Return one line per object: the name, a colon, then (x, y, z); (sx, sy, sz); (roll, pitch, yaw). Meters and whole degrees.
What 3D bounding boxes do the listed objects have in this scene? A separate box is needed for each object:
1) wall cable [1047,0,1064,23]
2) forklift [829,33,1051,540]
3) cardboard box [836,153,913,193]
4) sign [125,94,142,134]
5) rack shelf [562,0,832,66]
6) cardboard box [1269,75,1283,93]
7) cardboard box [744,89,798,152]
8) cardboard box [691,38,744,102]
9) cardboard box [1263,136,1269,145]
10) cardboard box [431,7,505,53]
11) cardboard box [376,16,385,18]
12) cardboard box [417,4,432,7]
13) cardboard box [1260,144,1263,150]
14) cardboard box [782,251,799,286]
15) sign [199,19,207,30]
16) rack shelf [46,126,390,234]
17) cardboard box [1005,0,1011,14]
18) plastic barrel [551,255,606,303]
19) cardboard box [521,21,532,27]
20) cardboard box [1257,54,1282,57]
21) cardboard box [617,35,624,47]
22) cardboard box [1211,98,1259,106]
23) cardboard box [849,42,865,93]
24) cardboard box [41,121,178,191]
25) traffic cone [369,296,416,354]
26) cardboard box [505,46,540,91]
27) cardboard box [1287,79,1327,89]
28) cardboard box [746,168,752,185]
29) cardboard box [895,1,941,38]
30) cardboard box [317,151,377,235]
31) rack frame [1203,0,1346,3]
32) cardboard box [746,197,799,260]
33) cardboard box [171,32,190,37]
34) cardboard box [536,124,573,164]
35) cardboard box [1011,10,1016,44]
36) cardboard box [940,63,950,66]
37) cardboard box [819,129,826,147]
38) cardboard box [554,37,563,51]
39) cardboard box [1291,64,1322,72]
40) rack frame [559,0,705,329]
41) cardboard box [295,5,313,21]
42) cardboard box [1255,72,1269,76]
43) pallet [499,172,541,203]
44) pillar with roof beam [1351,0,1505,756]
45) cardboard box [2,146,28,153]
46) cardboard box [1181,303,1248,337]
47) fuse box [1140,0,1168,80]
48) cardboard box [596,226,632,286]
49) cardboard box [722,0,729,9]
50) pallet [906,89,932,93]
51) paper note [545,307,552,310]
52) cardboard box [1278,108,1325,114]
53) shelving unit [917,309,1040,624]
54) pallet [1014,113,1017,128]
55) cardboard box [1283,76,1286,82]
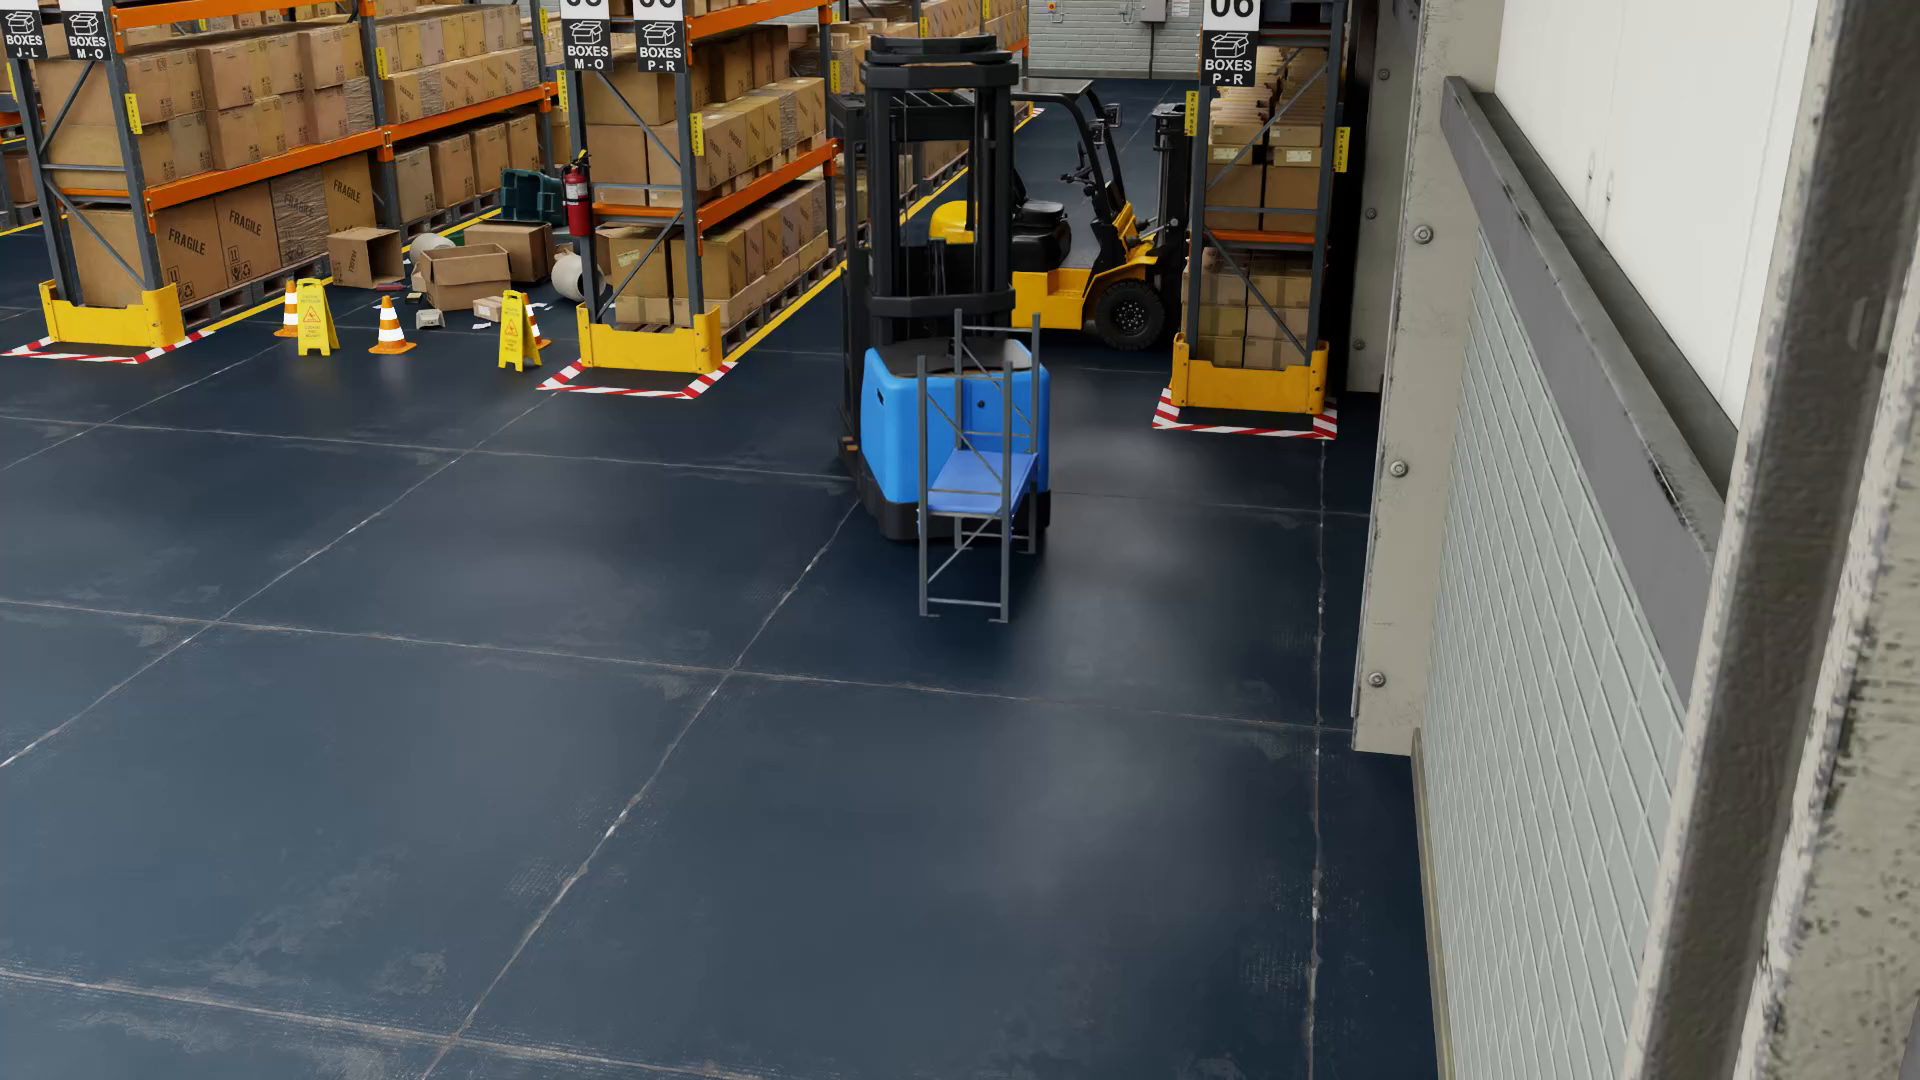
wall cable: (1.781, -11.243, 32.854); (0.585, 1.953, 0.123); (4, 22, 11)
forklift: (-0.249, -1.877, 11.090); (1.130, 2.935, 3.031); (-5, 22, -11)
cardboard box: (-1.104, -4.538, 20.561); (0.950, 0.372, 0.625); (3, 22, 7)
sign: (-6.936, -3.576, 13.954); (0.100, 0.325, 0.005); (4, 22, 11)
rack shelf: (-2.203, -4.631, 14.786); (1.077, 0.370, 4.000); (4, 22, 11)
cardboard box: (3.053, -4.598, 16.754); (0.380, 0.149, 0.250); (4, 22, 11)
cardboard box: (-1.842, -3.929, 15.562); (0.500, 0.500, 0.500); (5, 22, 12)
cardboard box: (-2.369, -4.245, 15.007); (0.700, 0.500, 0.500); (4, 22, 11)
cardboard box: (2.311, -3.088, 13.872); (0.500, 0.500, 0.500); (4, 22, 10)
cardboard box: (-6.049, -6.270, 20.434); (0.700, 0.500, 0.500); (4, 22, 10)
cardboard box: (-9.512, -8.207, 26.518); (0.500, 0.250, 0.500); (4, 22, 10)
cardboard box: (-9.510, -9.172, 28.915); (0.500, 0.250, 0.500); (4, 22, 10)
cardboard box: (2.242, -3.236, 13.372); (0.380, 0.149, 0.250); (4, 22, 11)
cardboard box: (-1.860, -2.607, 15.929); (0.500, 0.250, 0.500); (5, 22, 12)
sign: (-10.147, -6.986, 22.240); (0.100, 0.325, 0.005); (4, 22, 11)
rack shelf: (-7.070, -3.580, 16.191); (1.077, 0.370, 4.000); (4, 22, 11)
cardboard box: (0.501, -8.452, 25.851); (0.500, 0.500, 0.500); (4, 22, 11)
plastic barrel: (-3.672, -2.518, 16.039); (0.421, 0.421, 0.512); (-16, 27, -35)
cardboard box: (-6.037, -6.962, 22.603); (0.380, 0.149, 0.250); (5, 22, 13)
cardboard box: (3.406, -5.354, 18.630); (0.380, 0.149, 0.250); (5, 22, 12)
cardboard box: (-5.073, -7.211, 24.018); (0.380, 0.149, 0.250); (3, 22, 8)
cardboard box: (2.278, -3.572, 13.807); (0.380, 0.149, 0.250); (5, 22, 12)
cardboard box: (-1.317, -5.017, 17.701); (0.500, 0.500, 0.500); (5, 22, 11)
cardboard box: (-7.447, -3.391, 14.558); (0.875, 0.550, 0.550); (4, 22, 11)
traffic cone: (-4.943, -1.881, 14.405); (0.336, 0.463, 0.334); (4, 22, 11)
cardboard box: (-5.675, -5.969, 21.027); (0.500, 0.500, 0.500); (4, 22, 11)
cardboard box: (3.163, -4.087, 15.086); (0.380, 0.149, 0.250); (4, 22, 10)
cardboard box: (-2.052, -3.205, 14.632); (0.380, 0.149, 0.250); (5, 22, 12)
cardboard box: (-0.547, -6.622, 21.308); (0.500, 0.500, 0.500); (5, 22, 11)
cardboard box: (-6.859, -3.630, 17.633); (0.875, 0.875, 0.875); (5, 22, 12)
rack frame: (2.248, -5.248, 11.339); (1.000, 3.000, 0.127); (4, 22, 11)
cardboard box: (-1.858, -2.963, 15.809); (0.500, 0.500, 0.500); (6, 23, 14)
cardboard box: (-10.823, -6.769, 23.012); (0.500, 0.500, 0.500); (5, 23, 13)
cardboard box: (-5.452, -5.383, 22.488); (0.500, 0.500, 0.500); (4, 22, 9)
cardboard box: (0.601, -8.172, 26.496); (0.500, 0.500, 0.500); (5, 22, 12)
cardboard box: (-0.433, -6.239, 22.030); (0.500, 0.250, 0.500); (5, 23, 13)
cardboard box: (-1.563, -4.048, 16.725); (0.380, 0.149, 0.250); (4, 22, 10)
cardboard box: (-5.497, -6.585, 22.066); (0.380, 0.149, 0.250); (6, 23, 13)
cardboard box: (3.703, -4.942, 17.606); (0.380, 0.149, 0.250); (5, 22, 11)
rack frame: (-2.612, -2.842, 13.395); (1.000, 3.000, 0.127); (4, 22, 11)
cardboard box: (-10.138, -8.014, 24.759); (0.797, 0.503, 0.637); (5, 22, 12)
cardboard box: (2.709, -4.319, 15.663); (0.380, 0.149, 0.250); (5, 22, 12)
pallet: (-6.080, -4.532, 21.324); (1.003, 0.211, 1.213); (4, 22, 11)
pillar with roof beam: (-2.166, -3.568, 7.167); (9.100, 9.000, 0.400); (4, 22, 11)
cardboard box: (-11.235, -4.501, 20.271); (0.700, 0.500, 0.500); (4, 22, 11)
cardboard box: (2.042, -1.818, 13.302); (0.500, 0.250, 0.500); (4, 22, 10)
fuse box: (3.808, -9.947, 32.760); (0.539, 1.711, 0.414); (4, 22, 11)
cardboard box: (-3.346, -2.859, 16.779); (0.500, 0.500, 0.500); (-16, 27, -35)
cardboard box: (-2.146, -4.503, 13.841); (0.380, 0.149, 0.250); (4, 22, 11)
pallet: (-1.020, -5.410, 20.029); (1.213, 0.211, 1.003); (4, 22, 11)
paper note: (-3.909, -2.205, 15.816); (0.032, 0.001, 0.123); (4, 22, 11)
cardboard box: (2.718, -3.337, 13.224); (0.380, 0.149, 0.250); (5, 22, 11)
shelving unit: (0.120, -0.441, 9.442); (0.538, 1.500, 1.048); (4, 22, 10)
pallet: (0.316, -6.657, 26.600); (1.003, 0.211, 1.213); (4, 22, 11)
cardboard box: (3.244, -4.848, 17.907); (0.500, 0.250, 0.500); (5, 22, 12)
